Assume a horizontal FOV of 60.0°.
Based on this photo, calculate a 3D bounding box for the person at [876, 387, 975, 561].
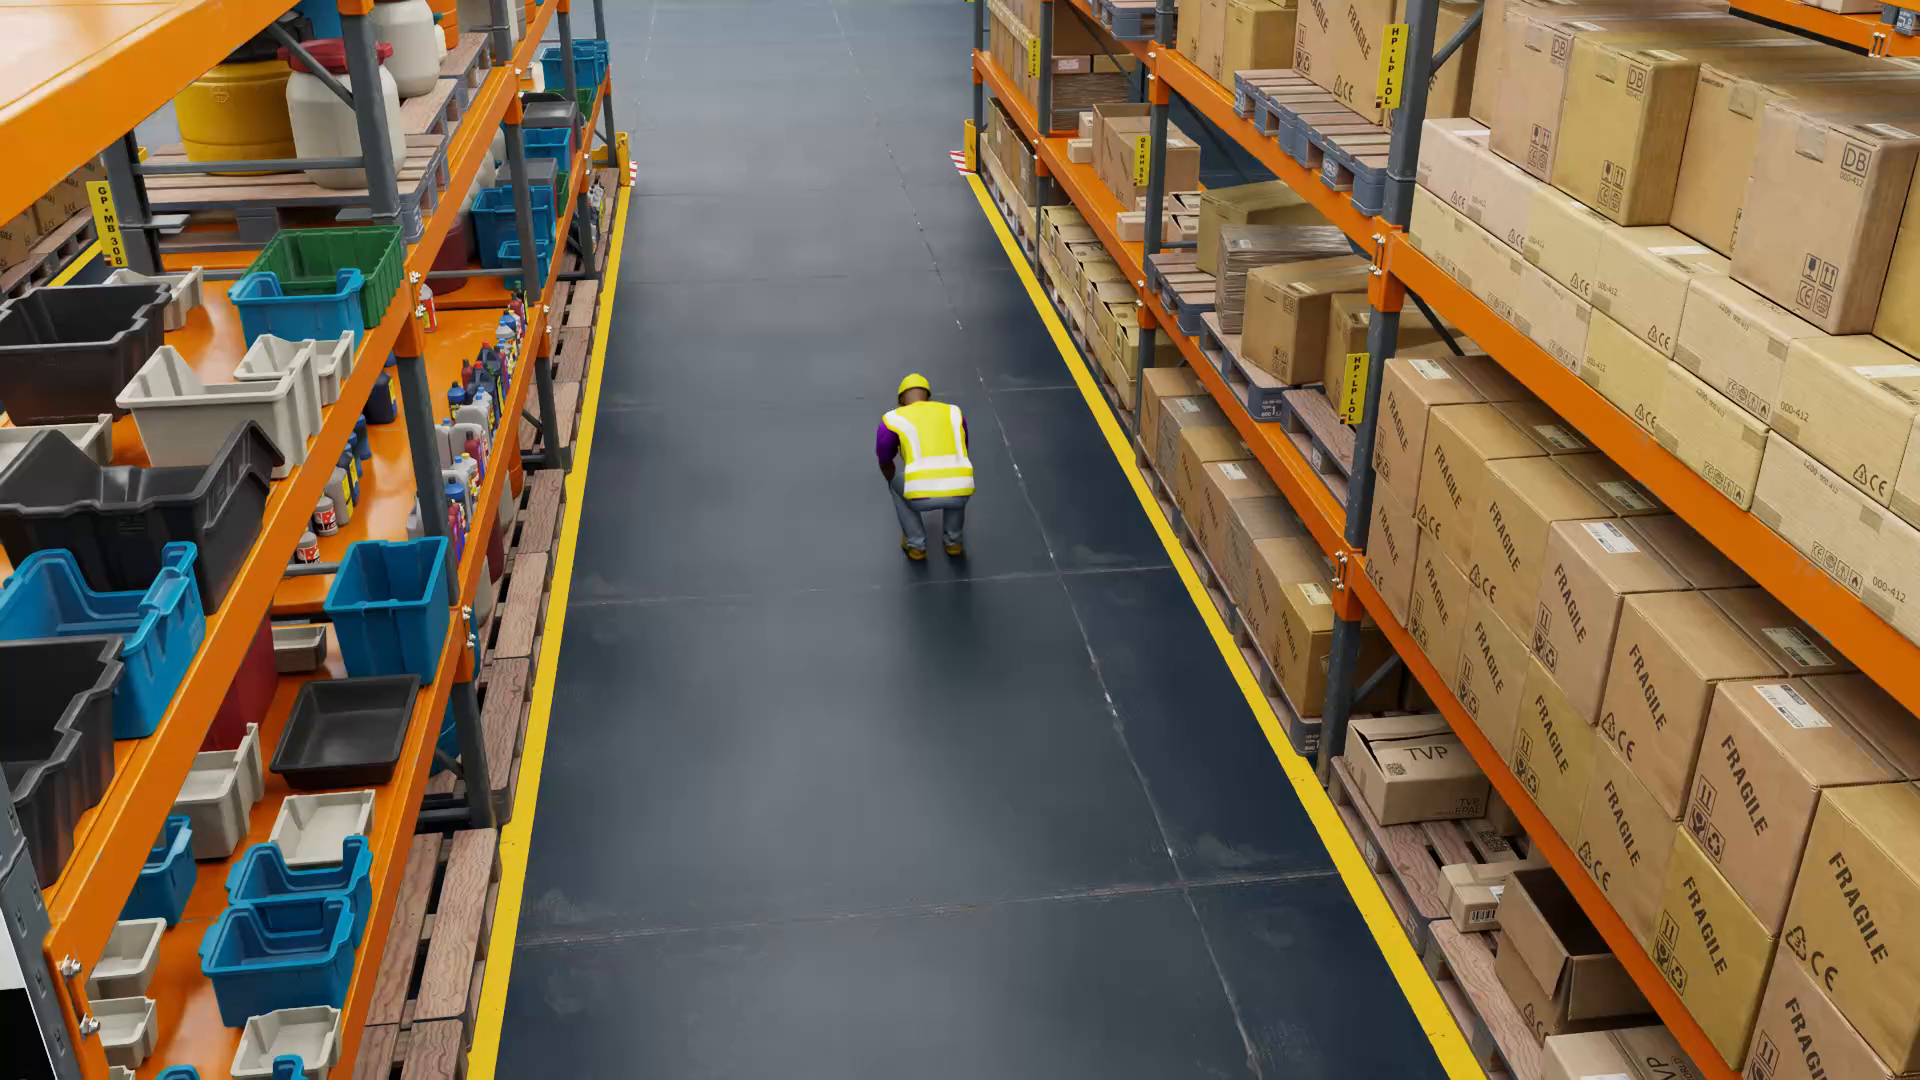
[{"bbox_3d":[-0.213,-0.429,10.302,0.583,0.985,0.891,-4,27,-7],"label":"person"}]
